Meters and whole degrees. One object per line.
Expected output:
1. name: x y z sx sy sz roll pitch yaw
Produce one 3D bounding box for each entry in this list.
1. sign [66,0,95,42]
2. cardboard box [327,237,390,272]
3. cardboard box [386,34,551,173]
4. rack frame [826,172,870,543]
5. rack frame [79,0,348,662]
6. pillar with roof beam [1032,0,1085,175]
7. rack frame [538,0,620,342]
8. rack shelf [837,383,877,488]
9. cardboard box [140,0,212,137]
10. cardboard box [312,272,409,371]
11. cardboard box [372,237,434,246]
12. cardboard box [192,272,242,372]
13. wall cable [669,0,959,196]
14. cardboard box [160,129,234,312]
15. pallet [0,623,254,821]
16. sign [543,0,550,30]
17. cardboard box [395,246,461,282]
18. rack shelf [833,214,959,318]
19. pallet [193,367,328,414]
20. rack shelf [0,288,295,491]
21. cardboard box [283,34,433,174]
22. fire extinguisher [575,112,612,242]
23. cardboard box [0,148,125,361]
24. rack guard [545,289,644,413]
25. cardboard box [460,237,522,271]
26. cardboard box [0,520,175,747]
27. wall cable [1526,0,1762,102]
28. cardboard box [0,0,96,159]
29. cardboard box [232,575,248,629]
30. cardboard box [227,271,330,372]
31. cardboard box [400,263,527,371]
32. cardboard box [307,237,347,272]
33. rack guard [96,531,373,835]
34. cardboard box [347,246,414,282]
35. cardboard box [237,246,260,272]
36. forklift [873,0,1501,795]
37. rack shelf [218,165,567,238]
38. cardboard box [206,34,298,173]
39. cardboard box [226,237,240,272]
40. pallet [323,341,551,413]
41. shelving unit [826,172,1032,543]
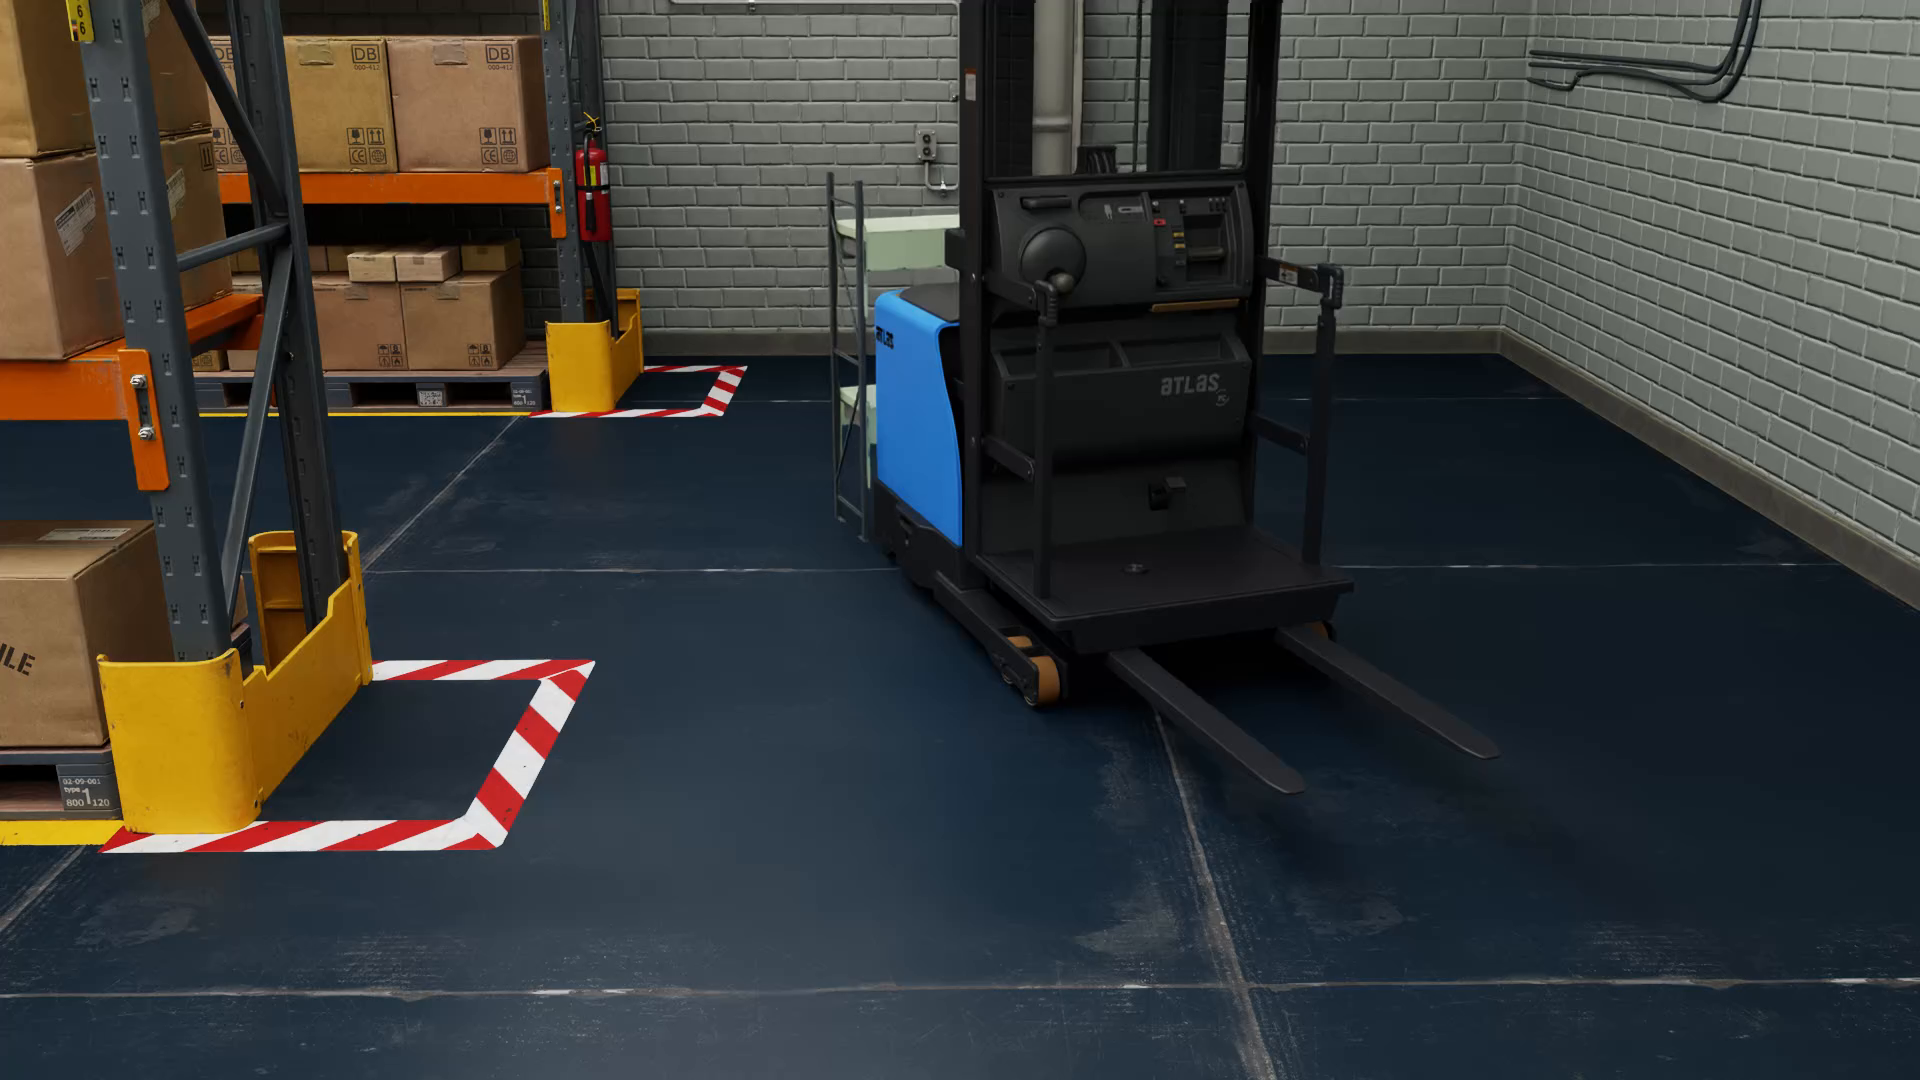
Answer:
1. sign: -2.075 -1.336 3.888 0.005 0.325 0.100 0 18 -1
2. cardboard box: -3.479 -1.659 9.652 0.250 0.149 0.380 0 18 0
3. cardboard box: -2.656 -2.454 9.295 0.700 0.700 0.980 1 18 2
4. rack frame: -0.469 -0.759 6.957 0.023 1.500 0.400 -7 19 -21
5. rack frame: -2.064 -0.804 4.642 0.127 3.000 1.000 0 18 -1
6. pillar with roof beam: 0.608 -4.136 5.207 0.400 9.000 9.100 0 18 -1
7. rack frame: -2.146 -2.317 9.358 0.127 3.000 1.000 0 18 -1
8. rack shelf: -0.130 -0.491 7.189 0.720 0.370 0.431 -7 19 -21
9. cardboard box: -2.512 -1.406 4.718 0.500 0.500 0.500 0 18 1
10. cardboard box: -3.345 -1.290 9.563 0.500 0.500 0.700 0 18 -1
11. cardboard box: -3.229 -1.660 9.655 0.250 0.149 0.380 0 18 -1
12. cardboard box: -4.381 -1.282 9.540 0.500 0.500 0.700 0 18 0
13. wall cable: -0.881 -3.095 10.123 1.851 1.984 0.084 0 18 -1
14. cardboard box: -2.512 -0.930 4.871 0.500 0.500 0.500 0 18 0
15. pallet: -2.937 0.529 5.054 1.213 0.211 1.003 0 18 -1
16. sign: -2.151 -2.815 8.629 0.005 0.325 0.100 0 18 -1
17. cardboard box: -2.970 -1.545 9.296 0.250 0.149 0.380 0 18 -2
18. rack shelf: -0.130 -1.173 6.971 0.720 0.370 0.431 -7 19 -21
19. pallet: -4.161 -0.956 9.682 1.213 0.211 1.003 0 18 -1
20. rack shelf: -4.064 -0.451 4.722 4.000 0.370 1.077 0 18 -1
21. cardboard box: -3.383 -2.447 9.274 0.700 0.700 0.980 0 18 -1
22. fire extinguisher: -1.988 -1.962 8.990 0.183 0.674 0.296 0 18 -1
23. cardboard box: -2.508 -0.766 4.361 0.500 0.500 0.500 0 18 1
24. rack guard: -2.122 -1.126 9.741 0.348 0.500 1.175 0 18 -1
25. cardboard box: -2.723 -1.663 9.664 0.250 0.149 0.380 0 18 0
26. cardboard box: -2.604 0.255 4.714 0.500 0.500 0.500 0 18 -1
27. wall cable: 3.515 -3.613 8.661 0.112 2.526 3.097 0 18 -1
28. cardboard box: -2.505 -1.241 4.206 0.500 0.500 0.500 0 18 -1
29. cardboard box: -2.488 0.241 5.331 0.250 0.149 0.380 0 18 -1
30. cardboard box: -3.848 -1.287 9.555 0.500 0.500 0.700 -1 18 -3
31. cardboard box: -2.844 -1.292 9.570 0.500 0.500 0.700 0 18 -1
32. cardboard box: -3.734 -1.658 9.647 0.250 0.149 0.380 0 18 0
33. rack guard: -2.140 0.387 5.023 0.348 0.500 1.175 0 18 -1
34. cardboard box: -3.226 -1.543 9.291 0.250 0.149 0.380 0 18 1
35. cardboard box: -3.990 -1.656 9.643 0.250 0.149 0.380 0 18 0
36. forklift: 0.630 -0.999 5.364 1.130 2.935 3.031 -6 19 -19
37. rack shelf: -4.146 -1.964 9.438 4.000 0.370 1.077 0 18 -1
38. cardboard box: -4.146 -2.446 9.271 0.700 0.700 0.980 -1 18 -4
39. cardboard box: -4.243 -1.655 9.639 0.250 0.149 0.380 -1 18 -2
40. pallet: -2.944 -0.961 9.698 1.213 0.211 1.003 0 18 -1
41. shelving unit: -0.130 -0.801 7.090 0.755 1.500 0.431 -7 19 -21
